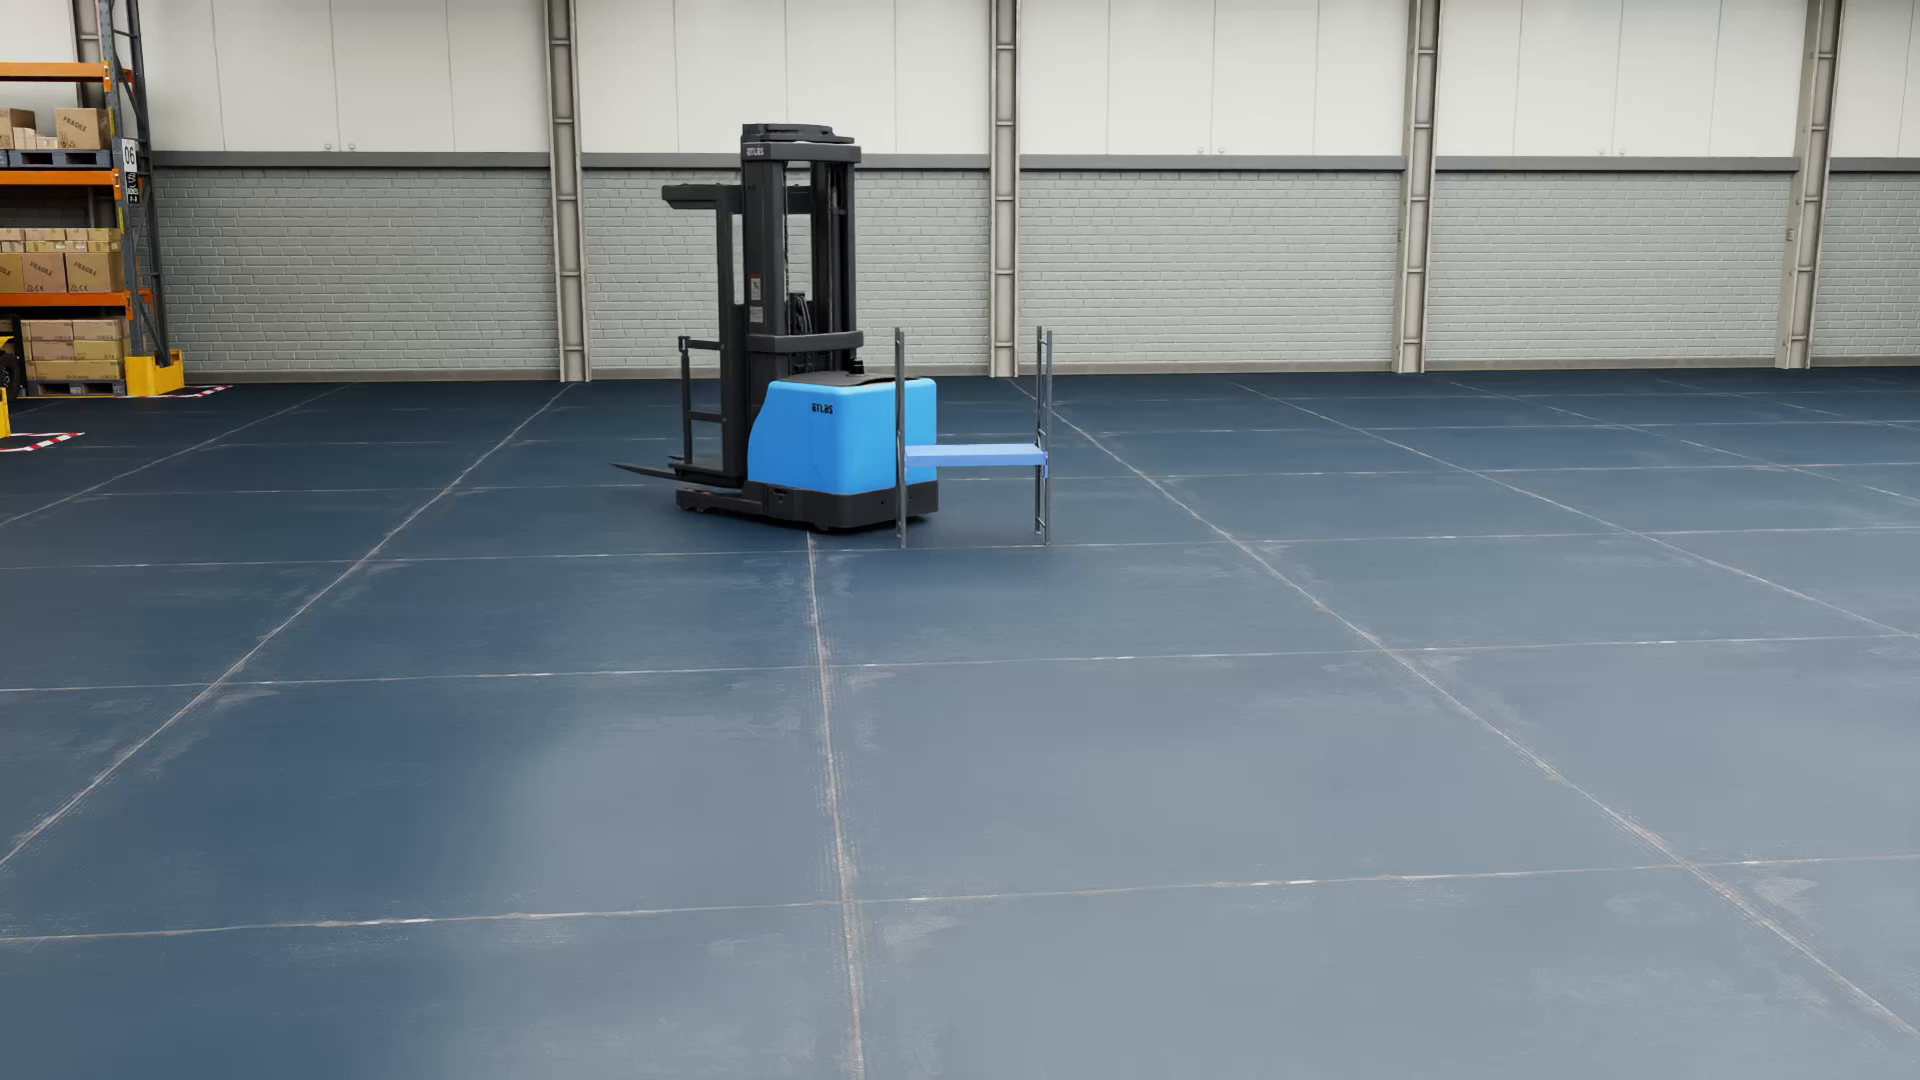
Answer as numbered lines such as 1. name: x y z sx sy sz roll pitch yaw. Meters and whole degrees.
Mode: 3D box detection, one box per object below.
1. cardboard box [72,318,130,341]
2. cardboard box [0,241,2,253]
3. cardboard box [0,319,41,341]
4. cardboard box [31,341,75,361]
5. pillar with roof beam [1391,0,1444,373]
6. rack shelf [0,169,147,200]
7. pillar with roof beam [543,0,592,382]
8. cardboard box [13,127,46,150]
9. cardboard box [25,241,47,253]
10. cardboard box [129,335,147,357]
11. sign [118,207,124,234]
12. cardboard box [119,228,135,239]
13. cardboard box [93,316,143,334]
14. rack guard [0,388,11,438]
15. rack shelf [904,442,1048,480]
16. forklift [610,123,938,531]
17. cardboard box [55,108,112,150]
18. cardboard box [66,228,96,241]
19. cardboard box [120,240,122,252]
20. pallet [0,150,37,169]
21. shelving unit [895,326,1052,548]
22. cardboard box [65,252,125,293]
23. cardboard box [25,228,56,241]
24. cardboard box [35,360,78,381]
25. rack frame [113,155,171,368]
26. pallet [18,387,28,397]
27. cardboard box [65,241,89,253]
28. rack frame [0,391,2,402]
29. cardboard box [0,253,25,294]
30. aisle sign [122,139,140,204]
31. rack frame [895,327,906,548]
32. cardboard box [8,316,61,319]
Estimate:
1. cardboard box: -10.950 -2.690 21.223 0.500 0.250 0.500 -1 11 -4
2. cardboard box: -12.113 -3.687 20.906 0.250 0.149 0.380 -1 11 -6
3. cardboard box: -11.957 -2.666 21.100 0.500 0.250 0.500 -1 11 -5
4. cardboard box: -11.476 -2.436 21.225 0.500 0.250 0.500 -1 11 -7
5. pillar with roof beam: 7.044 -6.063 19.382 0.400 9.000 9.100 -1 11 -6
6. rack shelf: -12.514 -4.489 21.016 4.000 0.370 1.077 -1 11 -6
7. pillar with roof beam: -4.885 -5.813 18.111 0.400 9.000 9.100 -1 11 -6
8. cardboard box: -11.569 -4.992 20.710 0.258 0.266 0.396 -1 11 -6
9. cardboard box: -11.603 -3.711 21.026 0.250 0.149 0.380 -1 11 -6
10. cardboard box: -11.015 -2.544 21.777 0.500 0.250 0.500 -1 11 -5
11. sign: -10.481 -3.992 20.782 0.005 0.325 0.100 -1 11 -6
12. cardboard box: -10.883 -3.959 21.520 0.250 0.149 0.380 -1 11 -7
13. cardboard box: -11.024 -2.786 21.710 0.500 0.250 0.500 -1 11 -7
14. rack guard: -10.061 -1.232 16.839 0.348 0.500 1.175 -1 11 -6
15. rack shelf: 0.085 -0.561 11.767 1.000 0.185 0.538 -1 11 -6
16. forklift: -1.597 -1.715 12.993 3.031 2.935 1.130 10 15 41
17. cardboard box: -10.939 -5.132 20.814 0.500 0.500 0.500 -1 11 -4
18. cardboard box: -11.101 -3.866 21.047 0.250 0.149 0.380 -1 11 -6
19. cardboard box: -10.891 -3.822 21.593 0.250 0.149 0.380 -1 11 -8
20. pallet: -12.447 -4.805 20.985 1.213 0.211 1.003 -1 11 -6
21. shelving unit: 0.085 -0.738 11.732 1.048 1.500 0.538 -1 11 -6
22. cardboard box: -10.987 -3.400 21.130 0.500 0.500 0.500 -1 11 -7
23. cardboard box: -11.614 -3.865 21.039 0.250 0.149 0.380 -1 11 -6
24. cardboard box: -11.454 -2.190 21.271 0.500 0.250 0.500 -1 11 -6
25. rack frame: -10.526 -3.412 21.448 0.127 3.000 1.000 -1 11 -6
26. pallet: -12.491 -1.995 21.469 1.213 0.211 1.003 -1 11 -6
27. cardboard box: -11.091 -3.707 21.009 0.250 0.149 0.380 -1 11 -5
28. rack frame: -9.986 -2.460 16.606 0.127 3.000 1.000 -1 11 -6
29. cardboard box: -12.013 -3.381 21.029 0.500 0.500 0.500 -1 11 -7
30. aisle sign: -10.429 -4.633 20.917 0.004 0.787 0.394 -1 11 -6
31. rack frame: -0.421 -0.727 11.679 0.032 1.500 0.500 -1 11 -6
32. cardboard box: -12.019 -2.766 21.611 0.500 0.250 0.500 -1 11 -6
